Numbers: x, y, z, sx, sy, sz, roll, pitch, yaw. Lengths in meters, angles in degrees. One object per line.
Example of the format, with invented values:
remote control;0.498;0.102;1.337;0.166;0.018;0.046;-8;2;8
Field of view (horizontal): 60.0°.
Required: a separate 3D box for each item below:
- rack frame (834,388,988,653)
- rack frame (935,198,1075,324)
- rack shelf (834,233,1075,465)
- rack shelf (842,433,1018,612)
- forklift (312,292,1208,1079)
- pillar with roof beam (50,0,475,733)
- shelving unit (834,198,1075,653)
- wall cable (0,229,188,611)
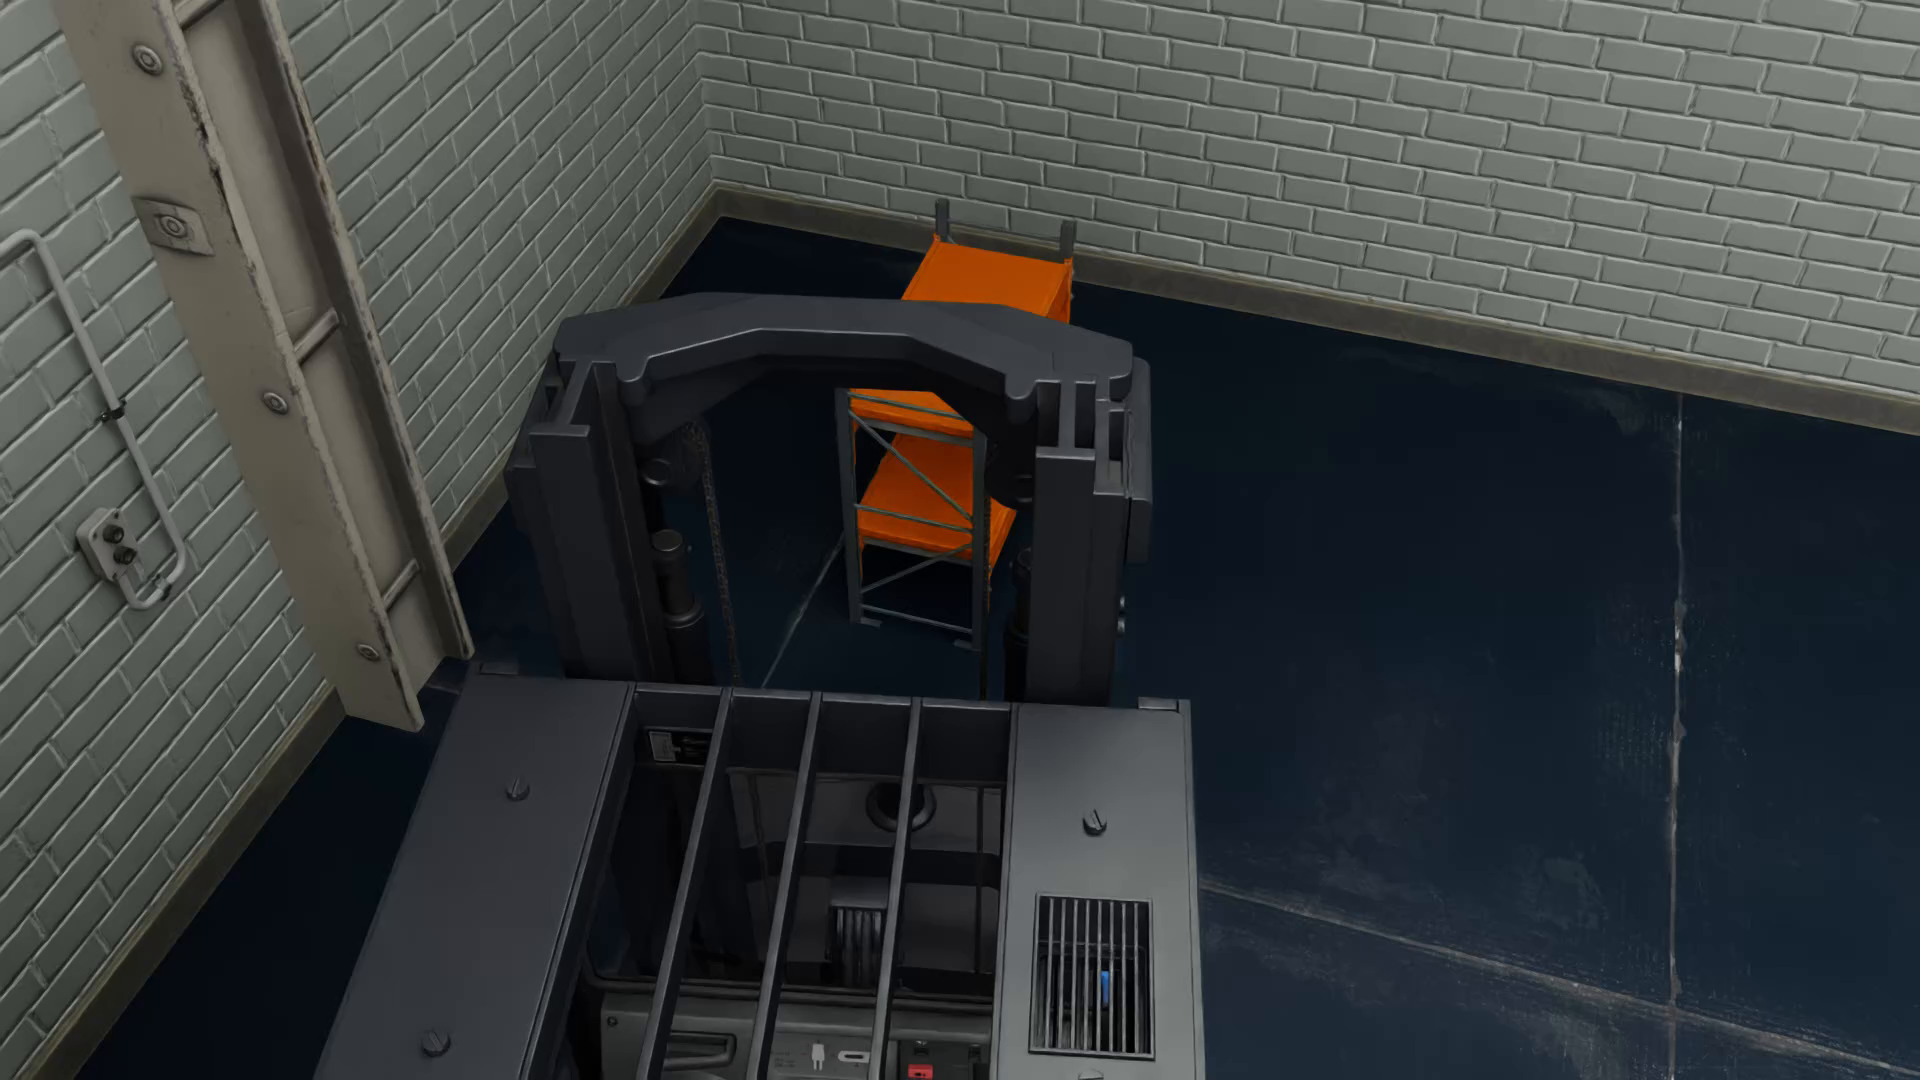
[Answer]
rack frame;-0.152;-0.068;5.515;0.500;1.125;0.032;13;46;13
rack frame;0.156;-0.745;6.207;0.500;1.125;0.032;13;46;13
rack shelf;0.002;-0.616;5.656;0.538;0.278;1.000;13;46;13
rack shelf;0.002;-0.232;6.032;0.538;0.278;1.000;13;46;13
forklift;-0.221;1.156;2.973;1.130;2.935;3.031;3;44;3
pillar with roof beam;2.193;-1.821;1.677;9.100;9.000;0.400;13;46;13
shelving unit;0.002;-0.407;5.861;0.538;1.125;1.048;13;46;13
wall cable;-2.417;-0.022;3.402;0.084;1.984;1.851;13;46;13
